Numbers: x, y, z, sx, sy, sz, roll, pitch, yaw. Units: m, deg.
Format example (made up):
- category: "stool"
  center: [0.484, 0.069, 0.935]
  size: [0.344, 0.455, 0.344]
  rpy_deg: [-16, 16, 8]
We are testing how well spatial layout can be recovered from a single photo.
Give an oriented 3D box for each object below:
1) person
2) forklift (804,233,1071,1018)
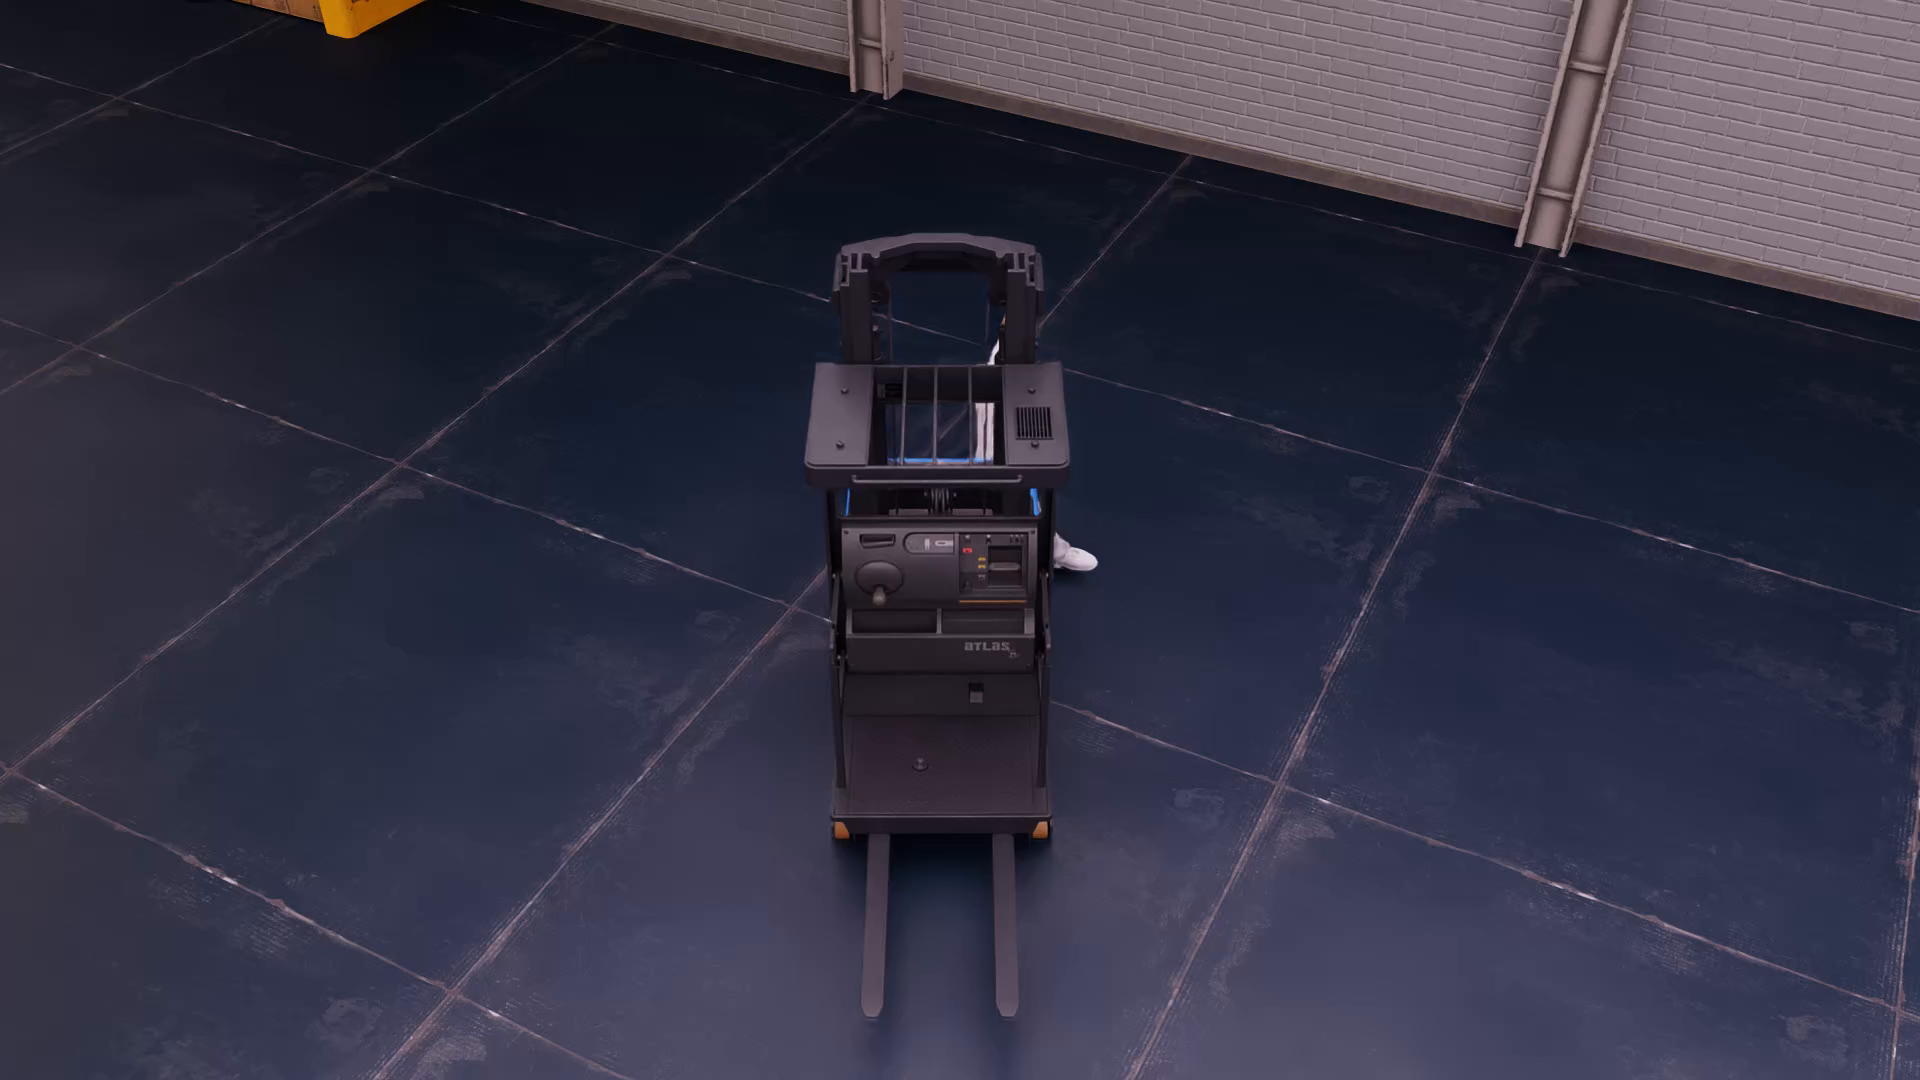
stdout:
- category: "person"
  center: [0.388, -0.548, 9.567]
  size: [0.919, 1.741, 0.783]
  rpy_deg: [7, 41, 8]
- category: "forklift"
  center: [-0.094, 0.195, 7.755]
  size: [1.130, 2.935, 3.031]
  rpy_deg: [0, 40, 0]
